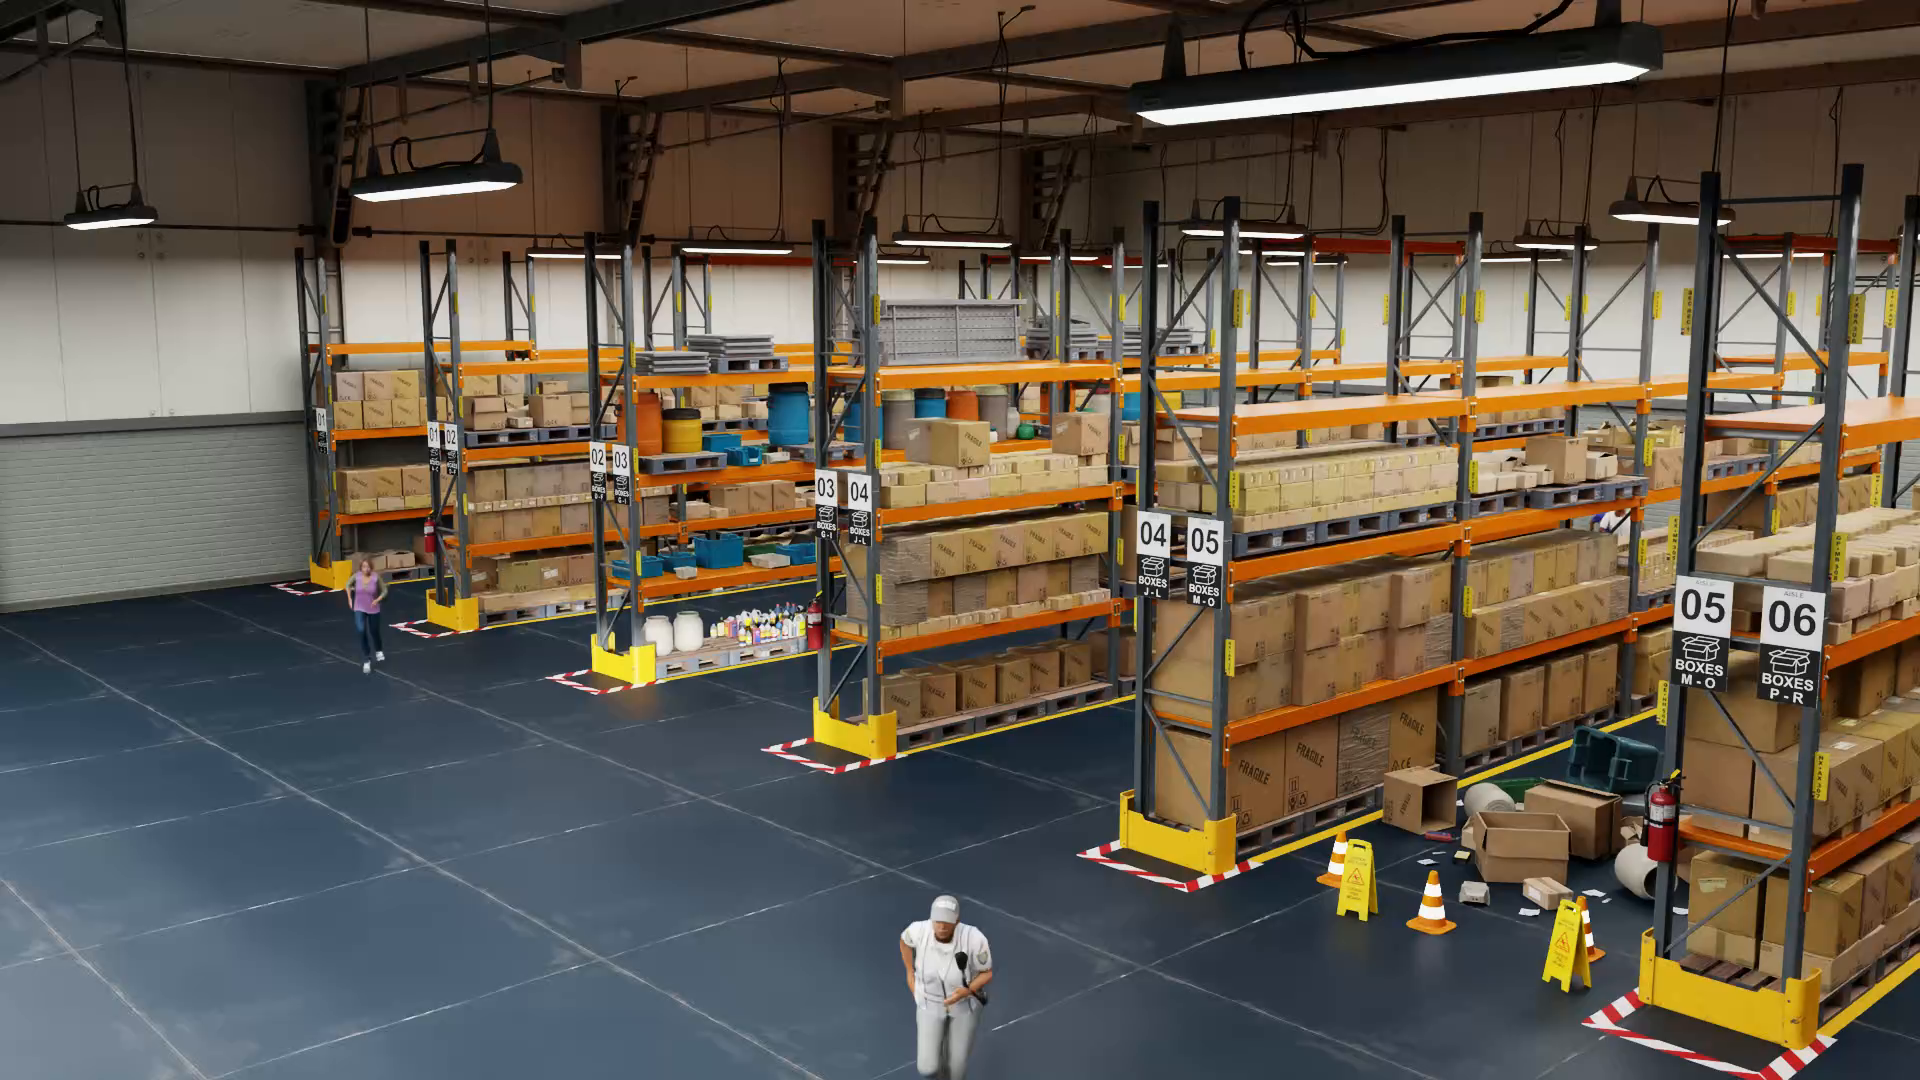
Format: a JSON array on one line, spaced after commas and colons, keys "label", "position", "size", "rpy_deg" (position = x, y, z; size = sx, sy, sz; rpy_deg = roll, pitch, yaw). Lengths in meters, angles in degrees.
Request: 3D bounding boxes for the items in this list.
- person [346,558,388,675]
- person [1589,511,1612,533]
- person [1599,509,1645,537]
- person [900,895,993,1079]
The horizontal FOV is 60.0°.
[{"label": "person", "position": [-8.236, 1.006, 23.138], "size": [0.566, 1.589, 0.841], "rpy_deg": [-2, 9, -15]}, {"label": "person", "position": [11.594, 0.031, 29.643], "size": [0.657, 1.665, 0.624], "rpy_deg": [-3, 9, -18]}, {"label": "person", "position": [11.528, 0.086, 28.995], "size": [0.741, 1.724, 0.700], "rpy_deg": [3, 9, 22]}, {"label": "person", "position": [-0.092, 2.911, 10.253], "size": [0.593, 1.594, 0.673], "rpy_deg": [0, 8, 3]}]
